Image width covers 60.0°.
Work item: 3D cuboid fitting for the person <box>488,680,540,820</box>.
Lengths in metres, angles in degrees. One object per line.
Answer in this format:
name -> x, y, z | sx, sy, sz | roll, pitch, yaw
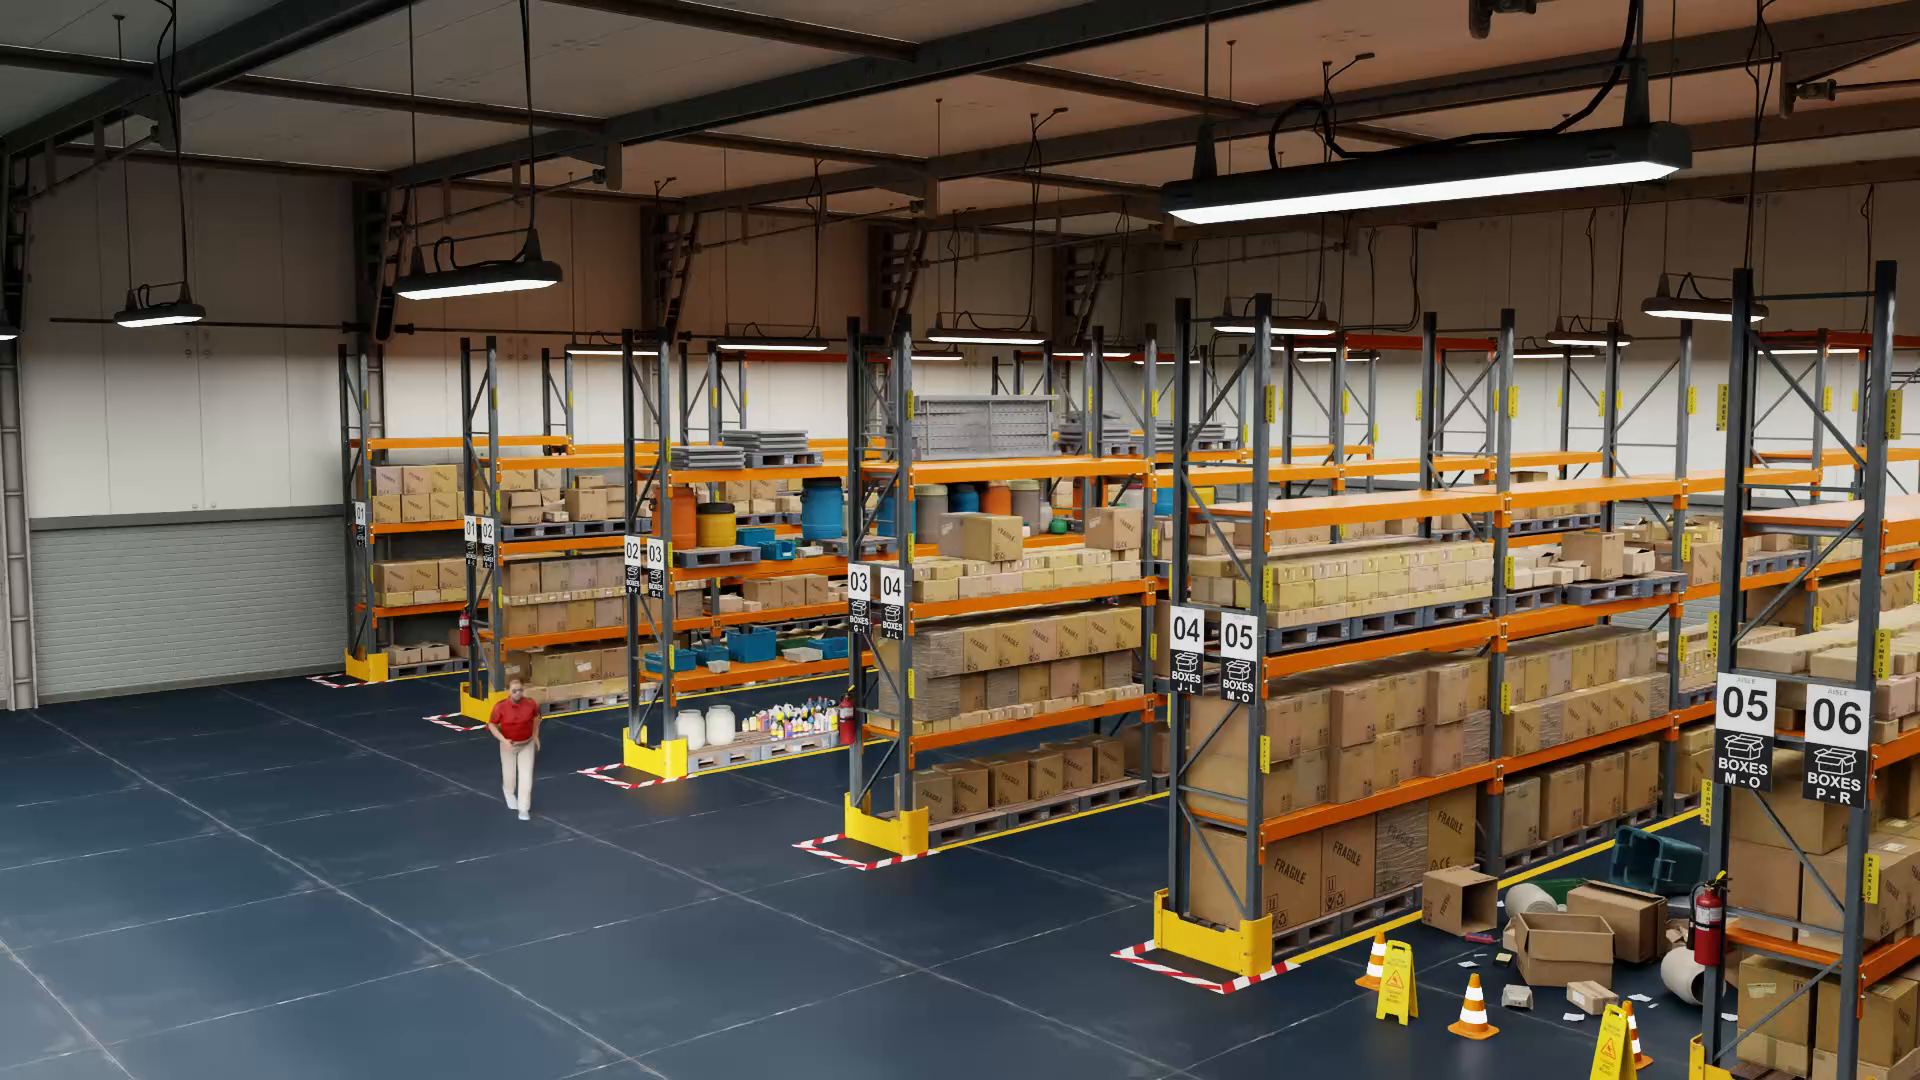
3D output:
person -> -5.397, 2.506, 20.163 | 0.621, 1.688, 0.964 | -2, 5, -19
